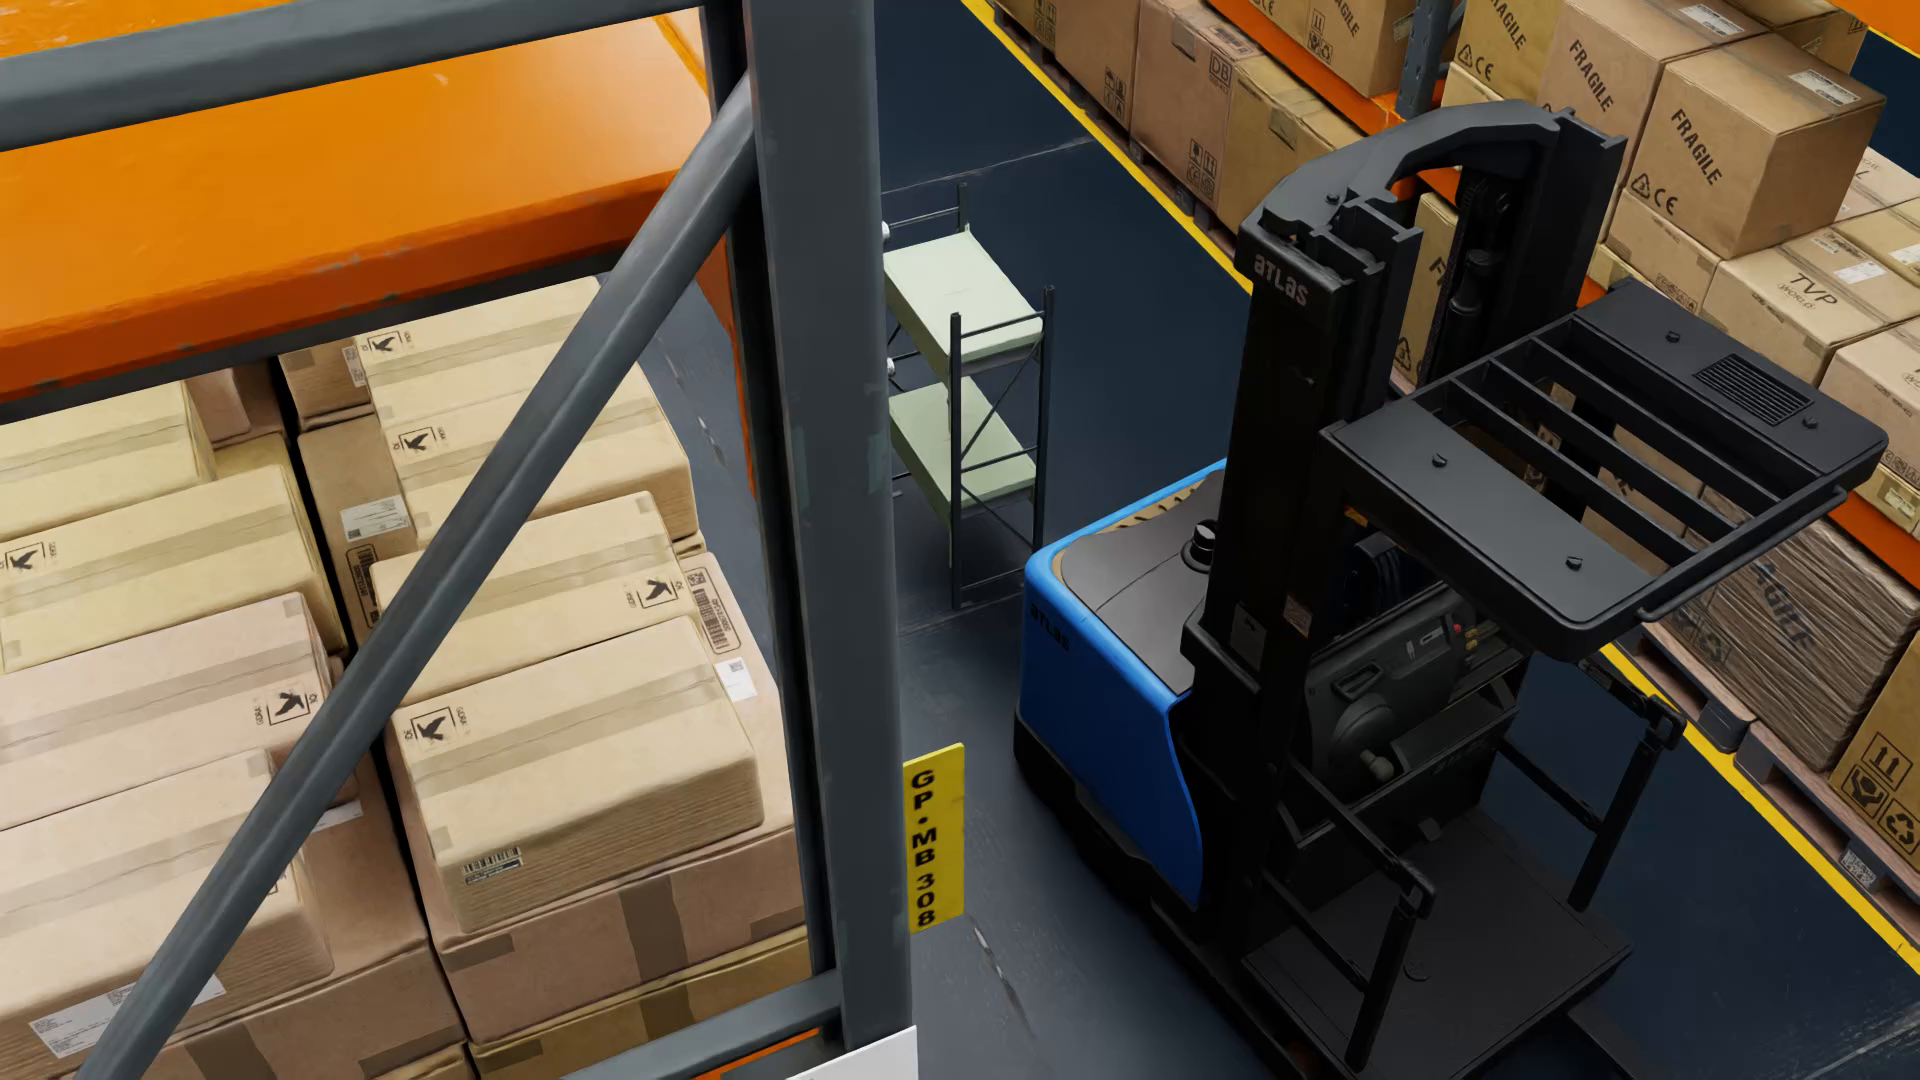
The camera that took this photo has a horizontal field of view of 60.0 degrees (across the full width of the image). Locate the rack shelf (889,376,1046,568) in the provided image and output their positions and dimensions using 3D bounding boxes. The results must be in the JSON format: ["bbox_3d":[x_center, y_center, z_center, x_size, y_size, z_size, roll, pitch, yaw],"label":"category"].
[{"bbox_3d":[-0.003,-0.306,6.825,0.431,0.370,0.720,-18,47,-17],"label":"rack shelf"}]

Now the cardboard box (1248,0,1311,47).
[{"bbox_3d":[1.681,-2.633,7.581,0.500,0.500,0.500,-17,47,-16],"label":"cardboard box"}]

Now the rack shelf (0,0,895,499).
[{"bbox_3d":[-1.375,-1.266,2.510,1.077,0.370,4.000,-18,47,-17],"label":"rack shelf"}]

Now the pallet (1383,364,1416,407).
[{"bbox_3d":[2.576,-0.563,7.539,1.003,0.211,1.213,-18,47,-17],"label":"pallet"}]

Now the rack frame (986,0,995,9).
[{"bbox_3d":[0.645,-4.612,9.657,1.000,3.000,0.127,-18,47,-17],"label":"rack frame"}]

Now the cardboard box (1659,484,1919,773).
[{"bbox_3d":[3.284,0.129,6.067,0.875,0.875,0.875,-18,47,-17],"label":"cardboard box"}]

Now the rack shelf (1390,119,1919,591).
[{"bbox_3d":[3.168,-0.532,6.035,1.077,0.370,4.000,-18,47,-17],"label":"rack shelf"}]

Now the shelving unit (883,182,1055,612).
[{"bbox_3d":[-0.003,-0.538,6.596,0.431,1.500,0.755,-18,47,-17],"label":"shelving unit"}]

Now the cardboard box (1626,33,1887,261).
[{"bbox_3d":[2.719,-1.355,5.718,0.500,0.500,0.500,-19,48,-19],"label":"cardboard box"}]

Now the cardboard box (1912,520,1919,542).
[{"bbox_3d":[3.240,-0.040,5.202,0.380,0.149,0.250,-17,47,-17],"label":"cardboard box"}]

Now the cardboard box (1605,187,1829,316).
[{"bbox_3d":[2.714,-1.092,5.985,0.500,0.250,0.500,-17,47,-16],"label":"cardboard box"}]

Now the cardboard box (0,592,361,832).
[{"bbox_3d":[-0.975,0.247,2.064,0.380,0.149,0.250,-17,47,-17],"label":"cardboard box"}]

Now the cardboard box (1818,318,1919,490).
[{"bbox_3d":[3.137,-0.445,5.329,0.500,0.250,0.500,-20,48,-19],"label":"cardboard box"}]

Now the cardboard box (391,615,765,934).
[{"bbox_3d":[-0.464,0.278,2.032,0.380,0.149,0.250,-18,48,-18],"label":"cardboard box"}]

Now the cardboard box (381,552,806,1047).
[{"bbox_3d":[-0.487,0.331,2.263,0.500,0.250,0.500,-17,47,-17],"label":"cardboard box"}]

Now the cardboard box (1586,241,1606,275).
[{"bbox_3d":[2.483,-1.185,6.363,0.380,0.149,0.250,-19,48,-18],"label":"cardboard box"}]

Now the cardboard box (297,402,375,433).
[{"bbox_3d":[-0.905,-0.320,2.923,0.500,0.250,0.500,-17,47,-17],"label":"cardboard box"}]

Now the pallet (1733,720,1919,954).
[{"bbox_3d":[3.601,0.992,5.963,1.003,0.211,1.213,-18,47,-17],"label":"pallet"}]

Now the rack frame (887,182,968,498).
[{"bbox_3d":[-0.157,-0.771,6.833,0.400,1.500,0.023,-18,47,-17],"label":"rack frame"}]

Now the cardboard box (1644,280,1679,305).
[{"bbox_3d":[2.695,-0.861,6.035,0.380,0.149,0.250,-18,47,-17],"label":"cardboard box"}]

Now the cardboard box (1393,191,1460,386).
[{"bbox_3d":[2.532,-1.012,7.223,0.875,0.875,0.875,-18,47,-17],"label":"cardboard box"}]

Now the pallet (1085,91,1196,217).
[{"bbox_3d":[1.417,-2.319,9.318,1.003,0.211,1.213,-18,47,-17],"label":"pallet"}]

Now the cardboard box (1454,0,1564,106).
[{"bbox_3d":[2.296,-2.002,6.373,0.500,0.500,0.500,-18,47,-17],"label":"cardboard box"}]

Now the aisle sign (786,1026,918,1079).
[{"bbox_3d":[-0.231,0.919,2.201,0.394,0.787,0.004,-18,47,-17],"label":"aisle sign"}]

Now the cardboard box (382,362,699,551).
[{"bbox_3d":[-0.602,-0.084,2.399,0.380,0.149,0.250,-18,47,-17],"label":"cardboard box"}]

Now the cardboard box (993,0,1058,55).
[{"bbox_3d":[0.916,-3.559,9.804,1.225,0.875,0.875,-20,48,-19],"label":"cardboard box"}]

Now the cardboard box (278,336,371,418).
[{"bbox_3d":[-0.908,-0.372,2.691,0.380,0.149,0.250,-17,47,-16],"label":"cardboard box"}]

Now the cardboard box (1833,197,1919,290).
[{"bbox_3d":[3.395,-0.934,5.824,0.500,0.250,0.500,-19,48,-18],"label":"cardboard box"}]

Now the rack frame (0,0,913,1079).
[{"bbox_3d":[-0.534,-0.249,0.964,1.000,3.000,0.127,-18,47,-17],"label":"rack frame"}]

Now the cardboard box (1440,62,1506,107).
[{"bbox_3d":[2.287,-1.739,6.640,0.500,0.250,0.500,-19,48,-18],"label":"cardboard box"}]

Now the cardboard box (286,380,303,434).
[{"bbox_3d":[-0.937,-0.151,3.107,0.500,0.250,0.500,-19,48,-19],"label":"cardboard box"}]

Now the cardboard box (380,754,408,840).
[{"bbox_3d":[-1.186,0.337,2.613,0.500,0.250,0.500,-18,47,-17],"label":"cardboard box"}]

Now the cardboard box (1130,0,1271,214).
[{"bbox_3d":[1.663,-2.427,8.657,1.225,0.875,0.875,-20,48,-19],"label":"cardboard box"}]

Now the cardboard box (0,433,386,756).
[{"bbox_3d":[-1.175,0.150,2.446,0.500,0.250,0.500,-19,48,-18],"label":"cardboard box"}]

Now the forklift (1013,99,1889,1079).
[{"bbox_3d":[1.445,0.443,4.583,1.130,2.935,3.031,-26,50,-24],"label":"forklift"}]

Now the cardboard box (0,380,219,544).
[{"bbox_3d":[-1.273,-0.059,2.374,0.380,0.149,0.250,-17,47,-17],"label":"cardboard box"}]
